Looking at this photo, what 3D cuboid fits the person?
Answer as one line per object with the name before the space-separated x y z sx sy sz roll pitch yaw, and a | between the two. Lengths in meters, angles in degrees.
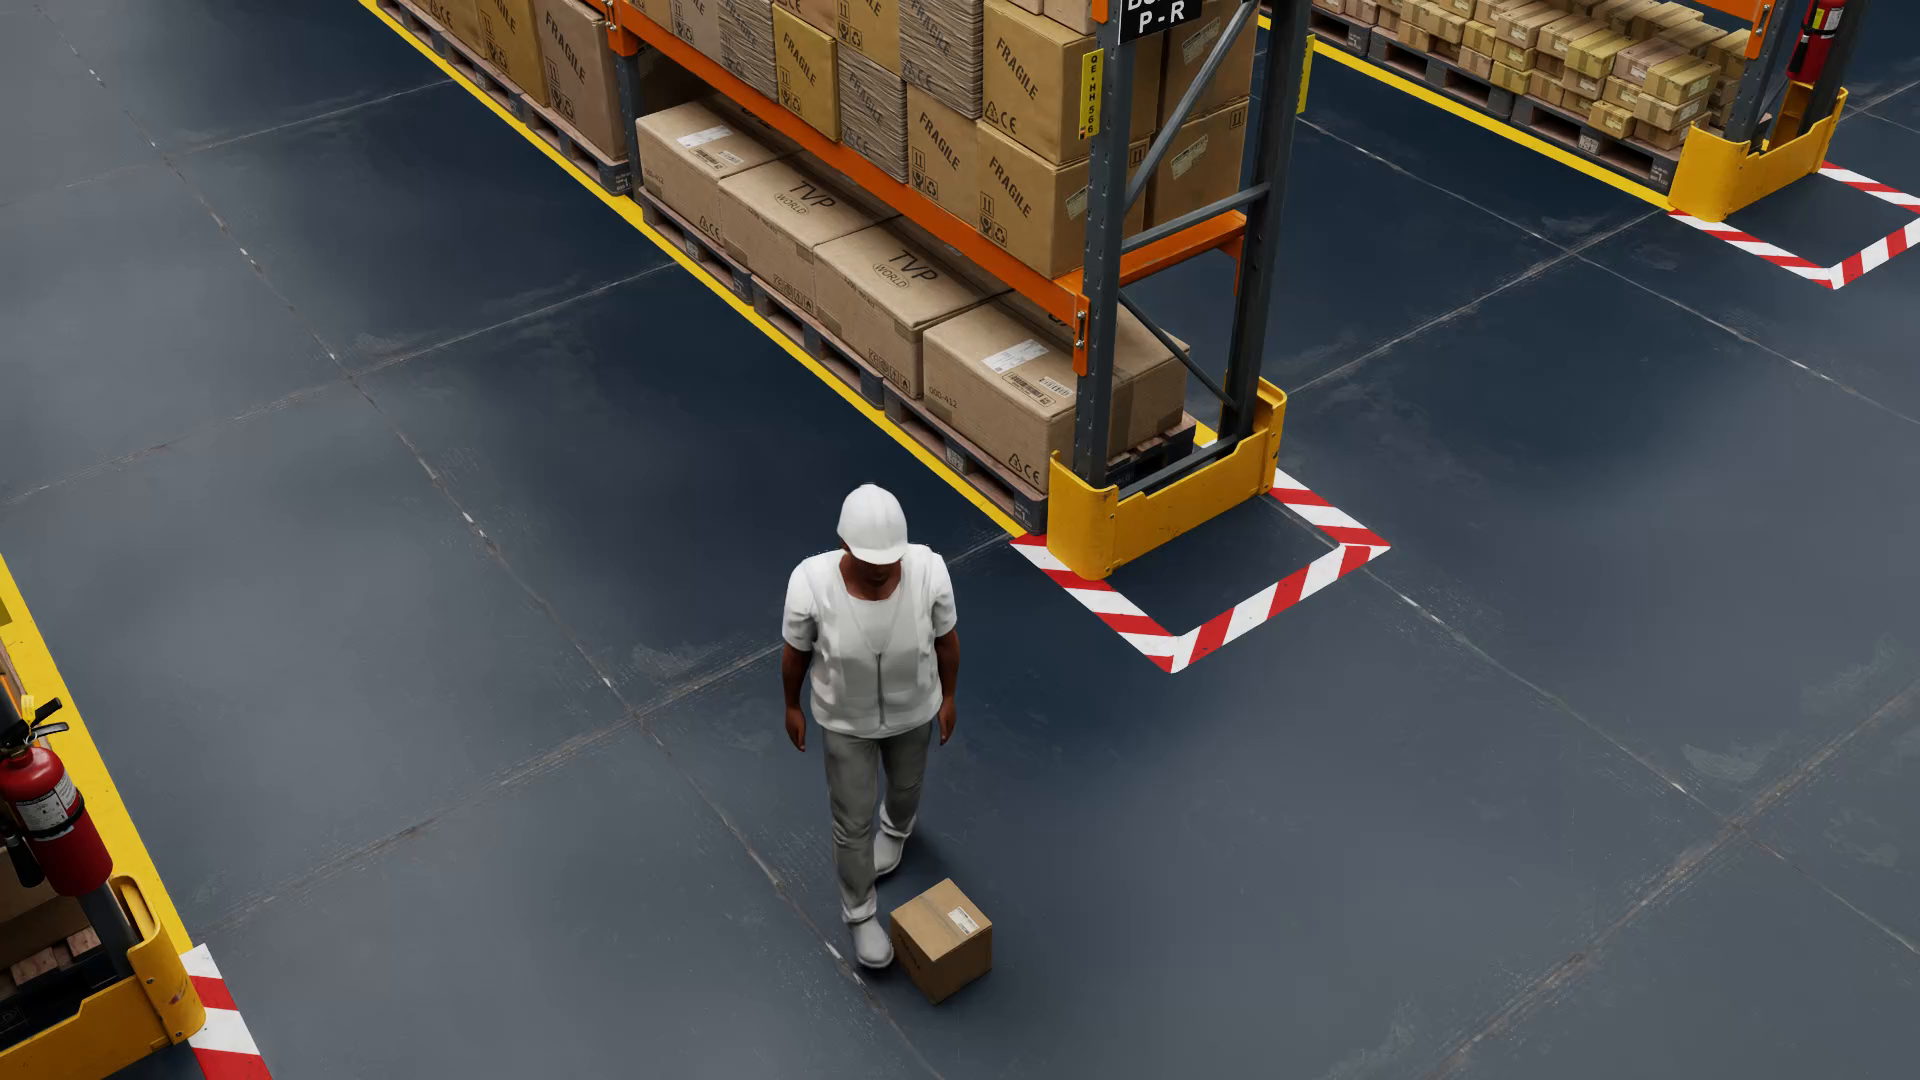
person | -0.263 0.611 5.410 0.587 1.761 0.716 -8 41 -9
